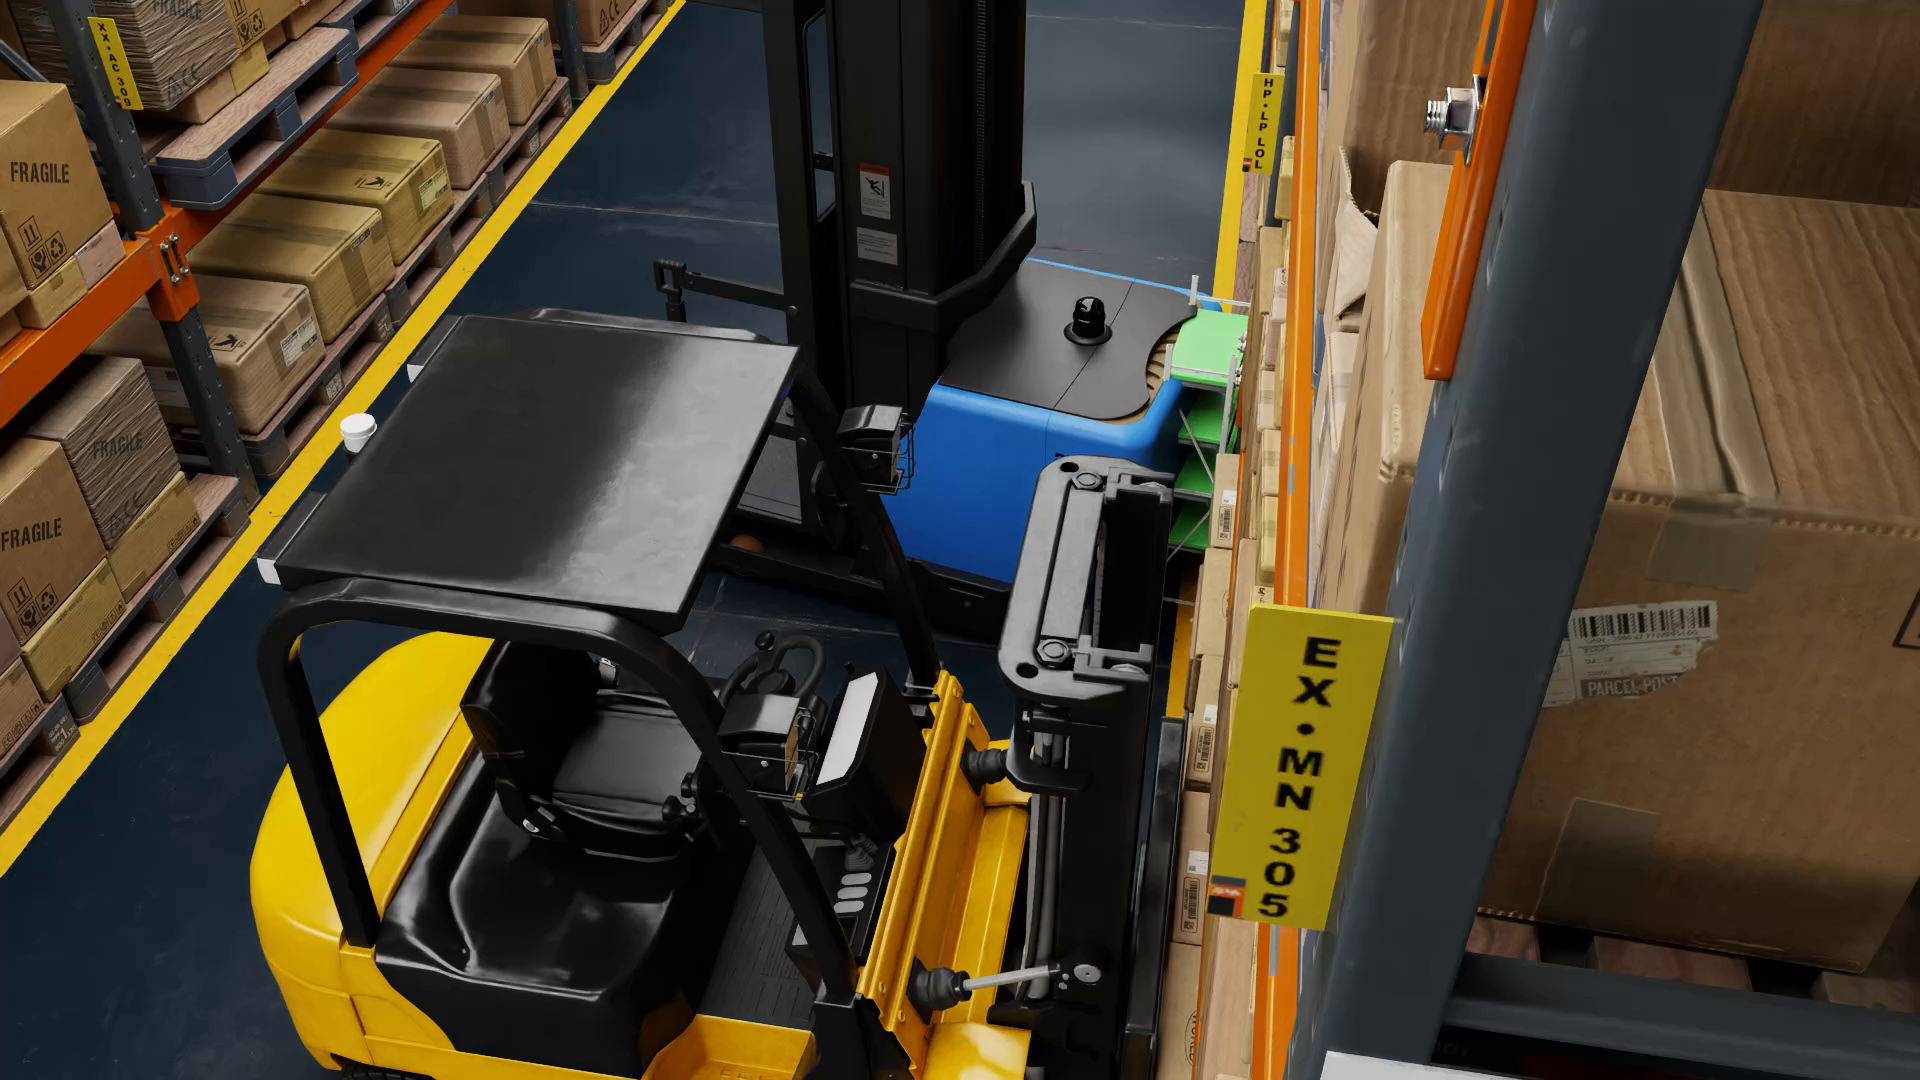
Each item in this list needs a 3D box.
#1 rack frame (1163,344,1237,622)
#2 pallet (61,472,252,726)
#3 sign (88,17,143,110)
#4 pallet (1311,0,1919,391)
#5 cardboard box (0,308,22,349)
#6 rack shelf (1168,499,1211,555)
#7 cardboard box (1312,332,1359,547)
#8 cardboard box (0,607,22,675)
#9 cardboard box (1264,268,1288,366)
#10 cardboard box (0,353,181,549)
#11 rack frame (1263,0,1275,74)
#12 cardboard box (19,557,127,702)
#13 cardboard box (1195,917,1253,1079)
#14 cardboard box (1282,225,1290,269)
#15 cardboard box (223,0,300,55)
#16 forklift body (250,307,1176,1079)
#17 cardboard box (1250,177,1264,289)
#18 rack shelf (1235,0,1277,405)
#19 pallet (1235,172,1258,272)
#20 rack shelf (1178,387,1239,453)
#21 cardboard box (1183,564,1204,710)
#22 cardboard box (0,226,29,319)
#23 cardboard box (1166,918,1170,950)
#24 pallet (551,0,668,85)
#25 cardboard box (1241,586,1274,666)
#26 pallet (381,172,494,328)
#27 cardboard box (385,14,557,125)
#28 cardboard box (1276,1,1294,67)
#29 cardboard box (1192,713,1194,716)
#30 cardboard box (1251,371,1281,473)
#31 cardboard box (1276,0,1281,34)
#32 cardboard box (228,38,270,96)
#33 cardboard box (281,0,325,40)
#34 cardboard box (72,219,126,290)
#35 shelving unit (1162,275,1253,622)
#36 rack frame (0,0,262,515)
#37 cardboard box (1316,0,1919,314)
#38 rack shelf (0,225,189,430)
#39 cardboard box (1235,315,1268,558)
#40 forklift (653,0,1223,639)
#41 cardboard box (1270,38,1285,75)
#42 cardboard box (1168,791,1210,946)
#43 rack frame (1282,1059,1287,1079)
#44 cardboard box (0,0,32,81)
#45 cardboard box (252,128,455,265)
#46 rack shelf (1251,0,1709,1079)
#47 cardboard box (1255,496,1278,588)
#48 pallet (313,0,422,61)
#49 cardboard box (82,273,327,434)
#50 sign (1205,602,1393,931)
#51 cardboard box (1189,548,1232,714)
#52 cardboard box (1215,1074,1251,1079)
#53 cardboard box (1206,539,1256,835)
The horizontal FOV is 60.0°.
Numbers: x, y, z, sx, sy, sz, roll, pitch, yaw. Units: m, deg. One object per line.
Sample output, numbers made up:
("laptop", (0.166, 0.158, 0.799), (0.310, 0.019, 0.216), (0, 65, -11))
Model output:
("rack frame", (0.818, -0.173, 6.003), (0.240, 1.200, 0.015), (11, 40, 13))
("pallet", (-3.505, 0.153, 6.399), (1.003, 0.211, 1.213), (6, 40, 8))
("sign", (-2.887, -1.625, 5.682), (0.100, 0.325, 0.005), (6, 40, 8))
("pallet", (1.131, -0.622, 2.864), (1.003, 0.211, 1.213), (6, 40, 8))
("cardboard box", (-3.337, -0.702, 5.442), (0.380, 0.149, 0.250), (7, 40, 8))
("rack shelf", (0.886, -0.081, 6.375), (0.258, 0.148, 0.480), (11, 40, 13))
("cardboard box", (0.618, -0.104, 1.957), (0.380, 0.149, 0.250), (5, 40, 6))
("cardboard box", (-3.435, 0.303, 5.269), (0.500, 0.500, 0.500), (8, 40, 10))
("cardboard box", (0.982, -0.552, 4.243), (0.380, 0.149, 0.250), (7, 40, 9))
("cardboard box", (-3.261, -0.337, 6.043), (0.500, 0.500, 0.500), (6, 40, 7))
("rack frame", (2.159, -3.312, 8.402), (1.000, 3.000, 0.127), (6, 40, 8))
("cardboard box", (-3.343, 0.287, 5.877), (0.500, 0.250, 0.500), (5, 40, 6))
("cardboard box", (0.700, 1.008, 3.099), (0.500, 0.500, 0.500), (8, 40, 9))
("cardboard box", (1.109, -0.756, 4.723), (0.380, 0.149, 0.250), (7, 40, 9))
("cardboard box", (-2.973, -2.239, 6.462), (0.500, 0.500, 0.500), (7, 40, 8))
("forklift body", (-0.695, 0.645, 4.282), (2.313, 2.155, 1.214), (6, 40, 8))
("cardboard box", (1.296, -1.089, 5.831), (0.500, 0.250, 0.500), (7, 40, 9))
("rack shelf", (1.812, -1.780, 7.113), (1.077, 0.370, 4.000), (6, 40, 8))
("pallet", (1.978, -1.725, 8.671), (1.003, 0.211, 1.213), (6, 40, 8))
("rack shelf", (0.887, -0.456, 6.076), (0.258, 0.148, 0.480), (11, 40, 13))
("cardboard box", (1.057, 0.363, 5.785), (0.500, 0.250, 0.500), (7, 40, 8))
("cardboard box", (-3.337, -0.870, 5.136), (0.500, 0.500, 0.500), (8, 40, 9))
("cardboard box", (0.807, 1.120, 4.477), (0.500, 0.250, 0.500), (6, 40, 8))
("pallet", (-2.520, -3.269, 10.538), (1.003, 0.211, 1.213), (6, 40, 8))
("cardboard box", (0.751, 0.245, 3.278), (0.380, 0.149, 0.250), (7, 40, 9))
("pallet", (-3.081, -1.529, 8.433), (1.003, 0.211, 1.213), (6, 40, 8))
("cardboard box", (-2.839, -2.653, 9.337), (0.950, 0.372, 0.625), (4, 40, 5))
("cardboard box", (1.343, -1.821, 6.010), (0.380, 0.149, 0.250), (5, 40, 6))
("cardboard box", (0.993, 0.489, 5.240), (0.500, 0.250, 0.500), (6, 40, 7))
("cardboard box", (0.929, -0.279, 4.146), (0.380, 0.149, 0.250), (6, 40, 7))
("cardboard box", (1.667, -2.364, 7.372), (0.500, 0.250, 0.500), (5, 40, 6))
("cardboard box", (-2.964, -1.879, 6.537), (0.380, 0.149, 0.250), (7, 40, 9))
("cardboard box", (-2.905, -2.223, 6.952), (0.380, 0.149, 0.250), (7, 40, 8))
("cardboard box", (-3.178, -1.015, 5.820), (0.380, 0.149, 0.250), (6, 40, 7))
("shelving unit", (0.887, -0.319, 6.186), (0.258, 1.200, 0.503), (11, 40, 13))
("rack frame", (-3.423, -1.347, 6.025), (1.000, 3.000, 0.127), (6, 40, 8))
("cardboard box", (0.886, -0.623, 2.309), (0.700, 0.500, 0.500), (7, 40, 8))
("rack shelf", (-3.769, 0.186, 4.736), (1.077, 0.370, 4.000), (6, 40, 8))
("cardboard box", (1.059, -0.262, 4.634), (0.500, 0.500, 0.500), (7, 40, 8))
("forklift", (-0.579, -1.279, 5.997), (3.031, 2.935, 1.130), (14, 42, 17))
("cardboard box", (1.381, -1.597, 6.052), (0.500, 0.250, 0.500), (5, 40, 7))
("cardboard box", (0.802, 0.942, 4.301), (0.500, 0.250, 0.500), (6, 40, 7))
("rack frame", (0.774, 1.709, 2.329), (1.000, 3.000, 0.127), (6, 40, 8))
("cardboard box", (-3.569, -1.977, 6.146), (0.500, 0.500, 0.500), (6, 40, 7))
("cardboard box", (-3.095, -1.713, 8.201), (0.950, 0.372, 0.625), (8, 40, 9))
("rack shelf", (1.120, -0.425, 3.121), (1.077, 0.370, 4.000), (6, 40, 8))
("cardboard box", (0.865, 0.049, 3.749), (0.380, 0.149, 0.250), (6, 40, 7))
("pallet", (-3.033, -2.536, 7.614), (1.003, 0.211, 1.213), (6, 40, 8))
("cardboard box", (-3.335, -0.825, 7.127), (0.950, 0.372, 0.625), (7, 40, 8))
("sign", (0.242, 0.173, 1.200), (0.100, 0.325, 0.005), (6, 40, 8))
("cardboard box", (0.975, 0.300, 5.077), (0.500, 0.250, 0.500), (6, 40, 8))
("cardboard box", (0.573, 1.008, 2.589), (0.380, 0.149, 0.250), (7, 40, 8))
("cardboard box", (0.864, 0.369, 3.871), (0.500, 0.500, 0.500), (7, 40, 8))
